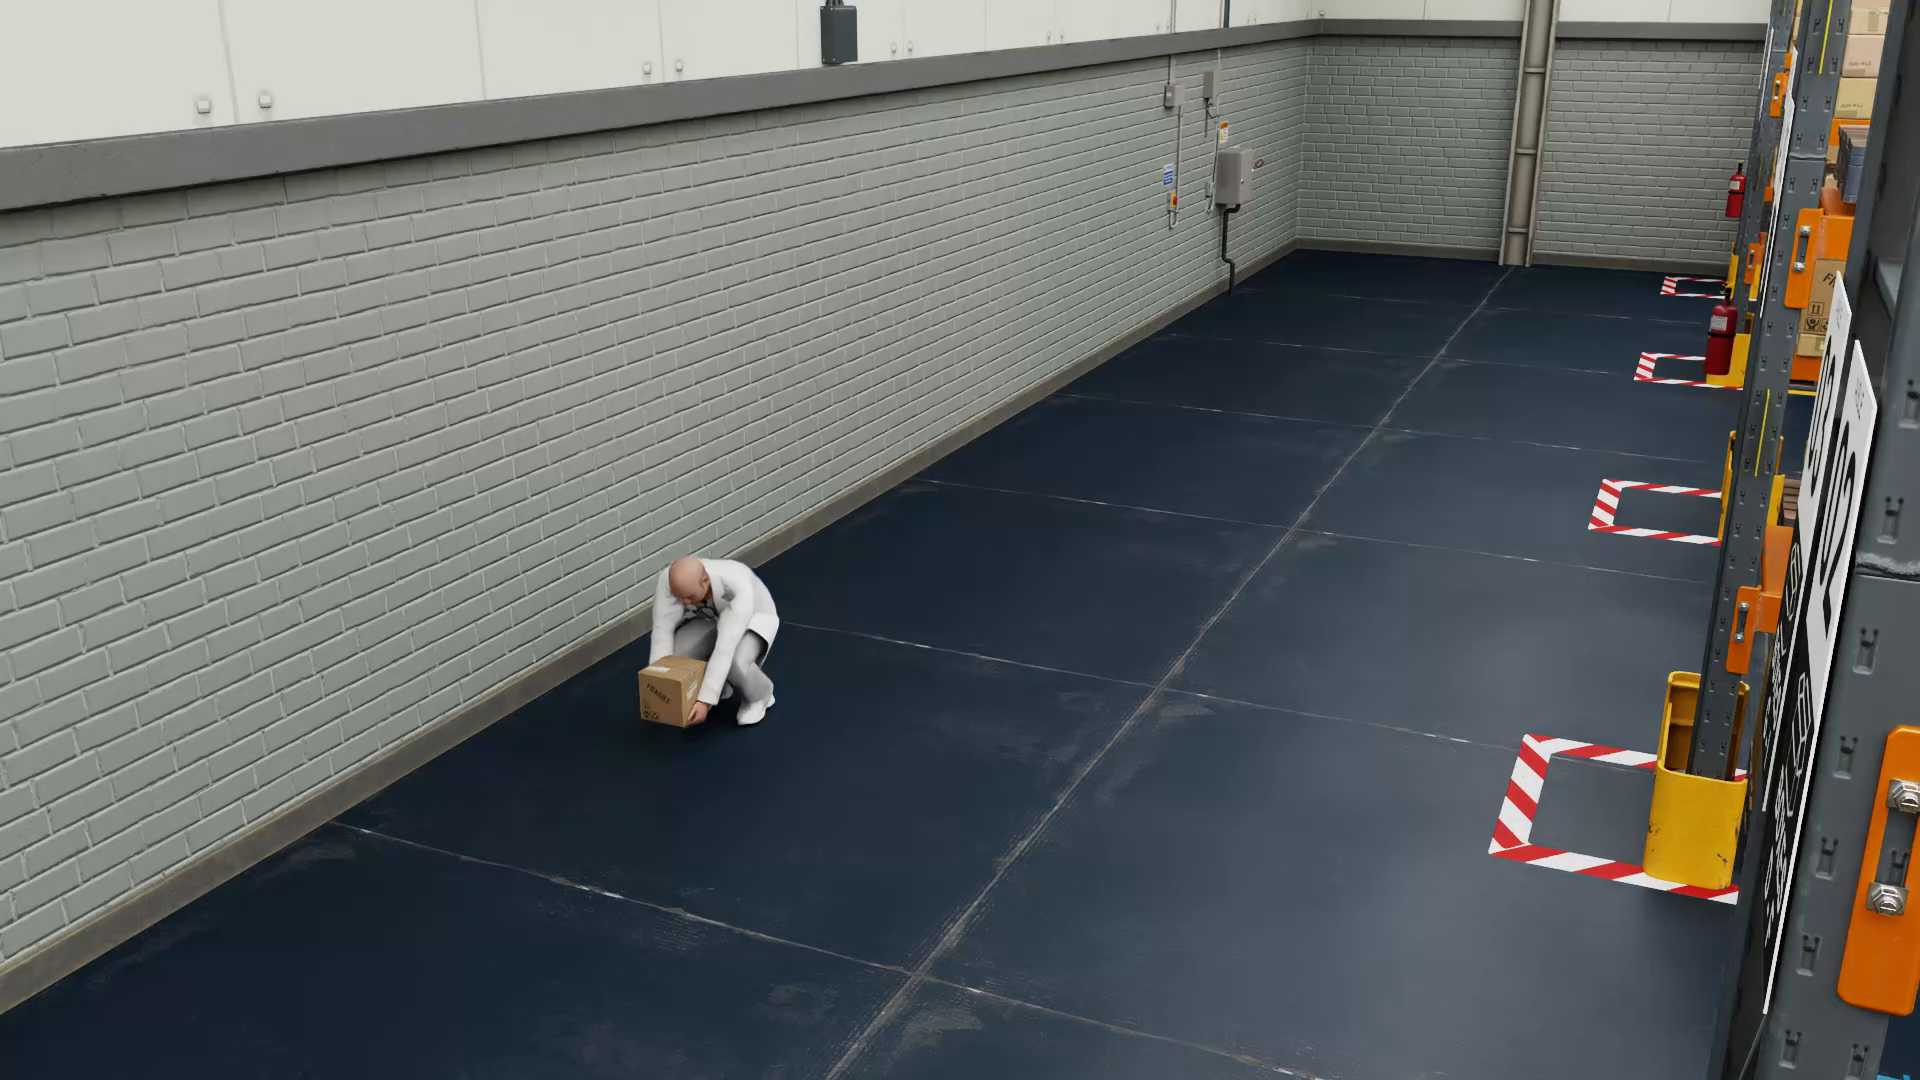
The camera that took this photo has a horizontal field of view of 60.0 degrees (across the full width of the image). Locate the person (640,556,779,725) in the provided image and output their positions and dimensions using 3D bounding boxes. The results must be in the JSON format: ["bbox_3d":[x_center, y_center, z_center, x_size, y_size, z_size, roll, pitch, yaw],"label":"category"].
[{"bbox_3d":[-1.263,0.478,8.427,0.580,0.981,0.938,8,20,22],"label":"person"}]
